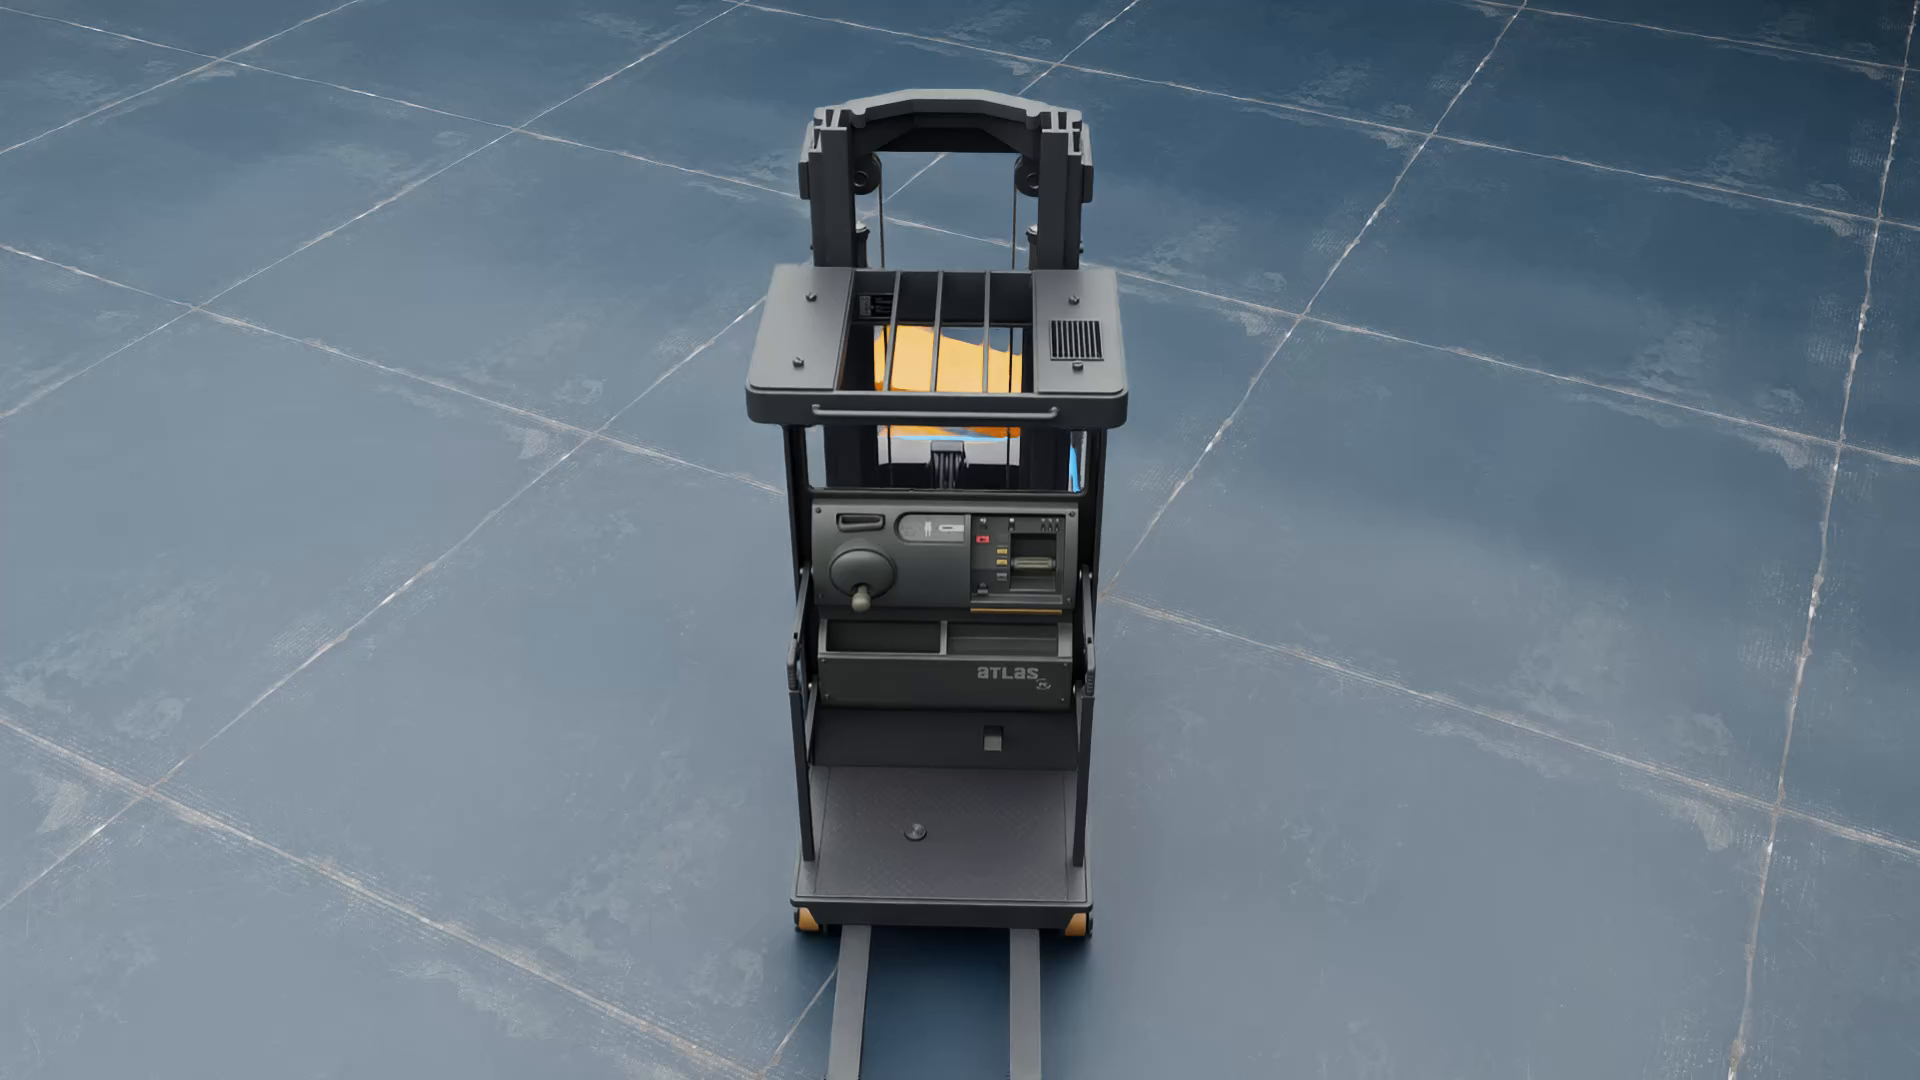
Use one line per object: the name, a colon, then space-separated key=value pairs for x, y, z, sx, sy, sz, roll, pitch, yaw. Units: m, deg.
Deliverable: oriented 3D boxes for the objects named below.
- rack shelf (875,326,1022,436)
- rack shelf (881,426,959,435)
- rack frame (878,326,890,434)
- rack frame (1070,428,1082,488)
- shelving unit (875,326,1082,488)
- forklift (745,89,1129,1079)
rack shelf: x=-0.006 y=-0.683 z=7.735 sx=1.000 sy=0.278 sz=0.538 roll=17 pitch=41 yaw=21
rack shelf: x=-0.006 y=-0.255 z=8.060 sx=1.000 sy=0.278 sz=0.538 roll=17 pitch=41 yaw=21
rack frame: x=-0.457 y=-0.591 z=8.099 sx=0.032 sy=1.125 sz=0.500 roll=17 pitch=41 yaw=21
rack frame: x=0.445 y=-0.309 z=7.726 sx=0.032 sy=1.125 sz=0.500 roll=17 pitch=41 yaw=21
shelving unit: x=-0.006 y=-0.450 z=7.912 sx=1.048 sy=1.125 sz=0.538 roll=17 pitch=41 yaw=21
forklift: x=-0.056 y=0.130 z=5.654 sx=1.130 sy=2.935 sz=3.031 roll=1 pitch=37 yaw=1
